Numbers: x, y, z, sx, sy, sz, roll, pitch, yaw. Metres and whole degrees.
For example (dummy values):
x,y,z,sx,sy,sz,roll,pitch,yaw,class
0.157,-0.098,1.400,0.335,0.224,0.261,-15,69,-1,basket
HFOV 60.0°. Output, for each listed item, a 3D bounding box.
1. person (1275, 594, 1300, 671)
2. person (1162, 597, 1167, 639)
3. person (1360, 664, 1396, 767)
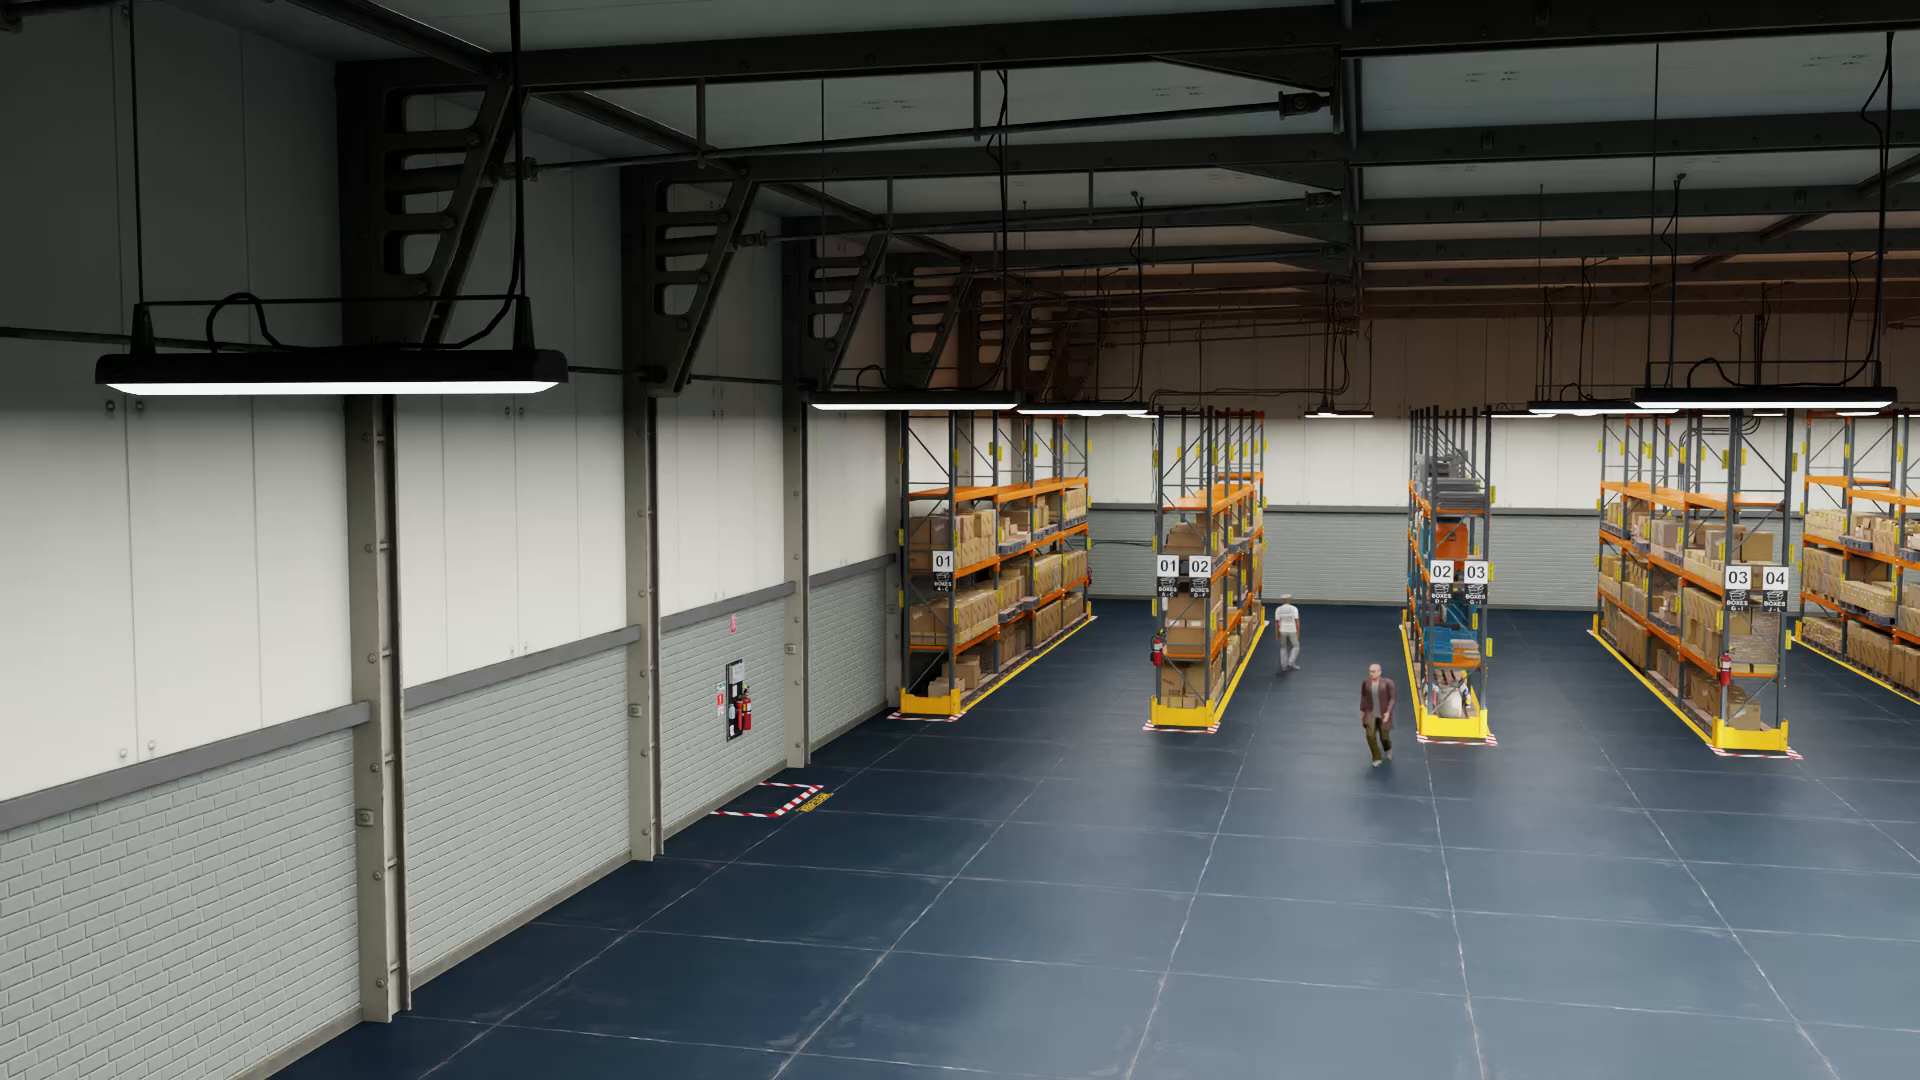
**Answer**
x,y,z,sx,sy,sz,roll,pitch,yaw,class
7.495,2.121,38.015,0.603,1.756,0.542,1,4,18,person
5.378,1.778,42.768,0.586,1.712,1.069,1,4,17,person
6.979,2.892,27.764,0.620,1.695,0.849,2,5,25,person
